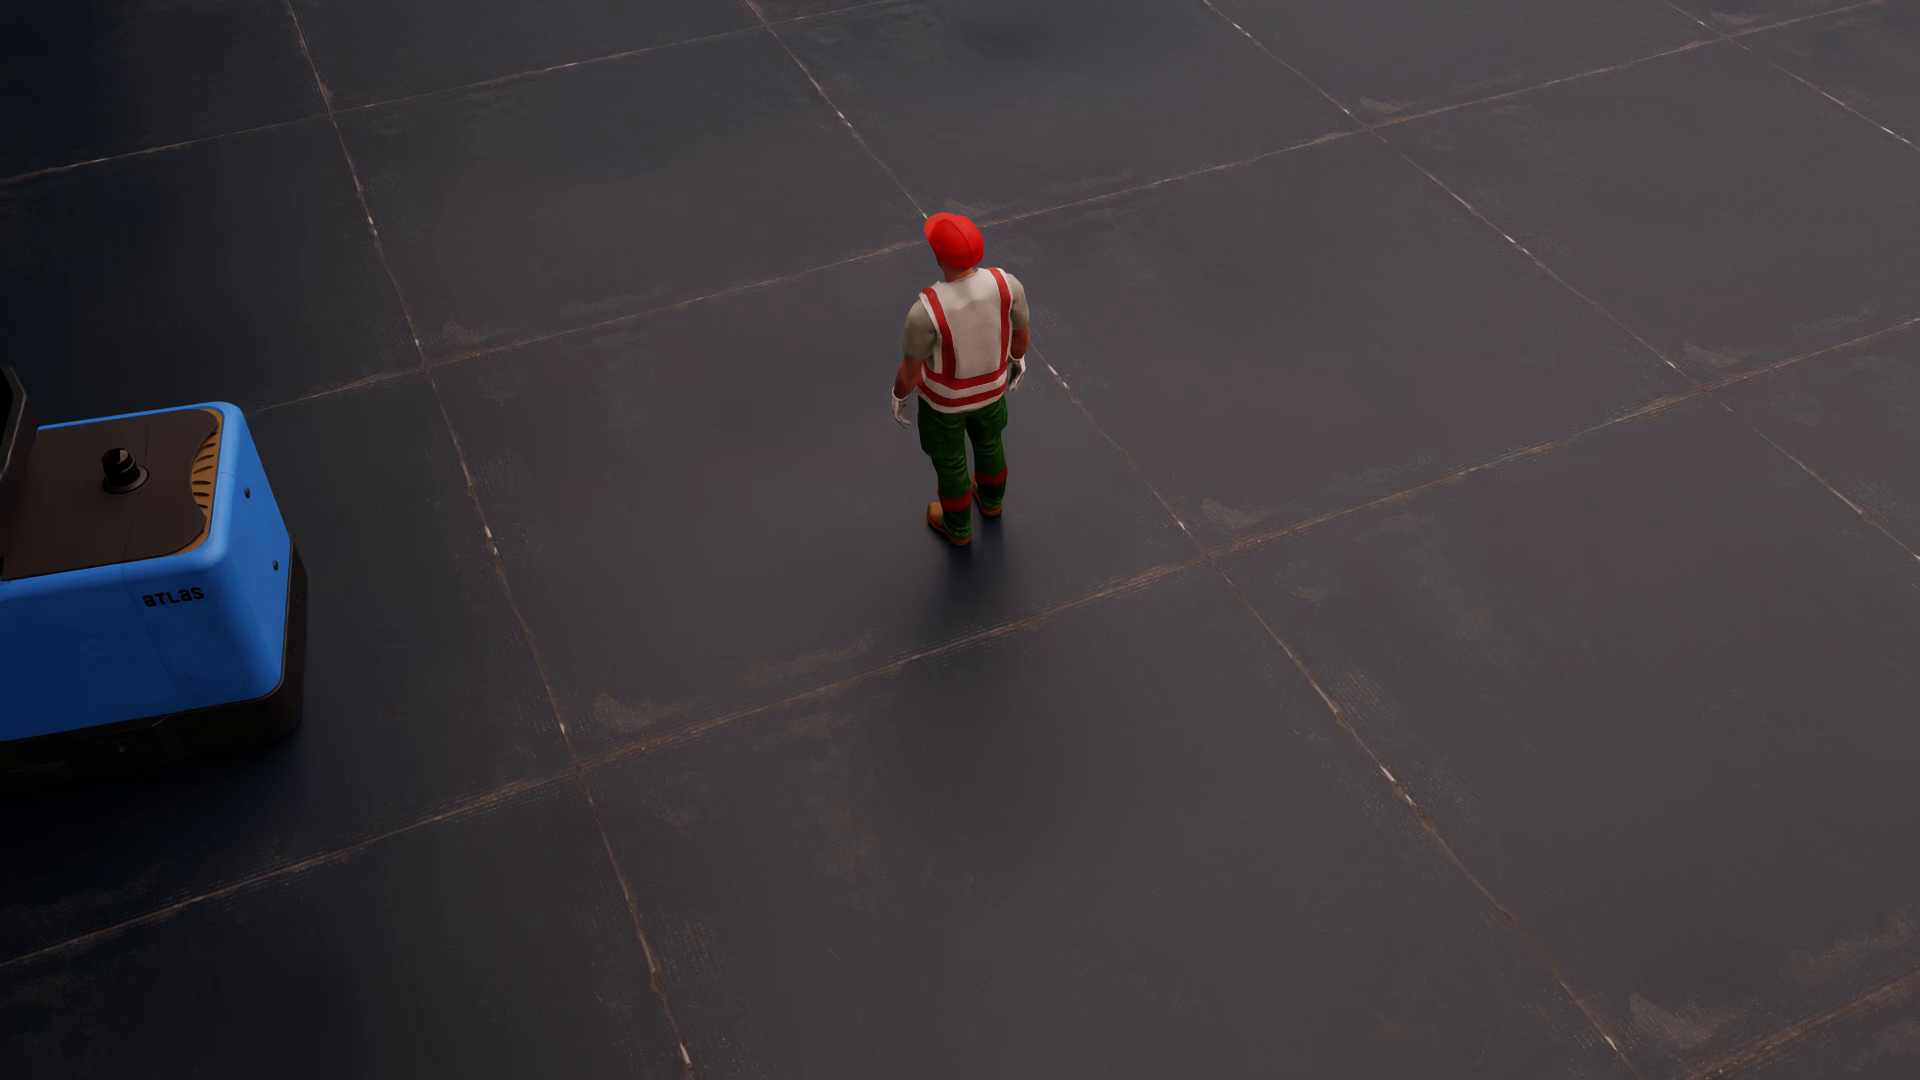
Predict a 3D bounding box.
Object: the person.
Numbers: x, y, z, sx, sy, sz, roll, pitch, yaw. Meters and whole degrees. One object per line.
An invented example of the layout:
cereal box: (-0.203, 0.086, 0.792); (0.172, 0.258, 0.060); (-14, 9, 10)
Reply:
person: (-0.023, -0.713, 7.270); (0.637, 1.790, 0.562); (-18, 46, -18)

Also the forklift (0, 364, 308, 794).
forklift: (-4.325, -0.316, 6.018); (3.031, 2.935, 1.130); (-10, 44, -10)
